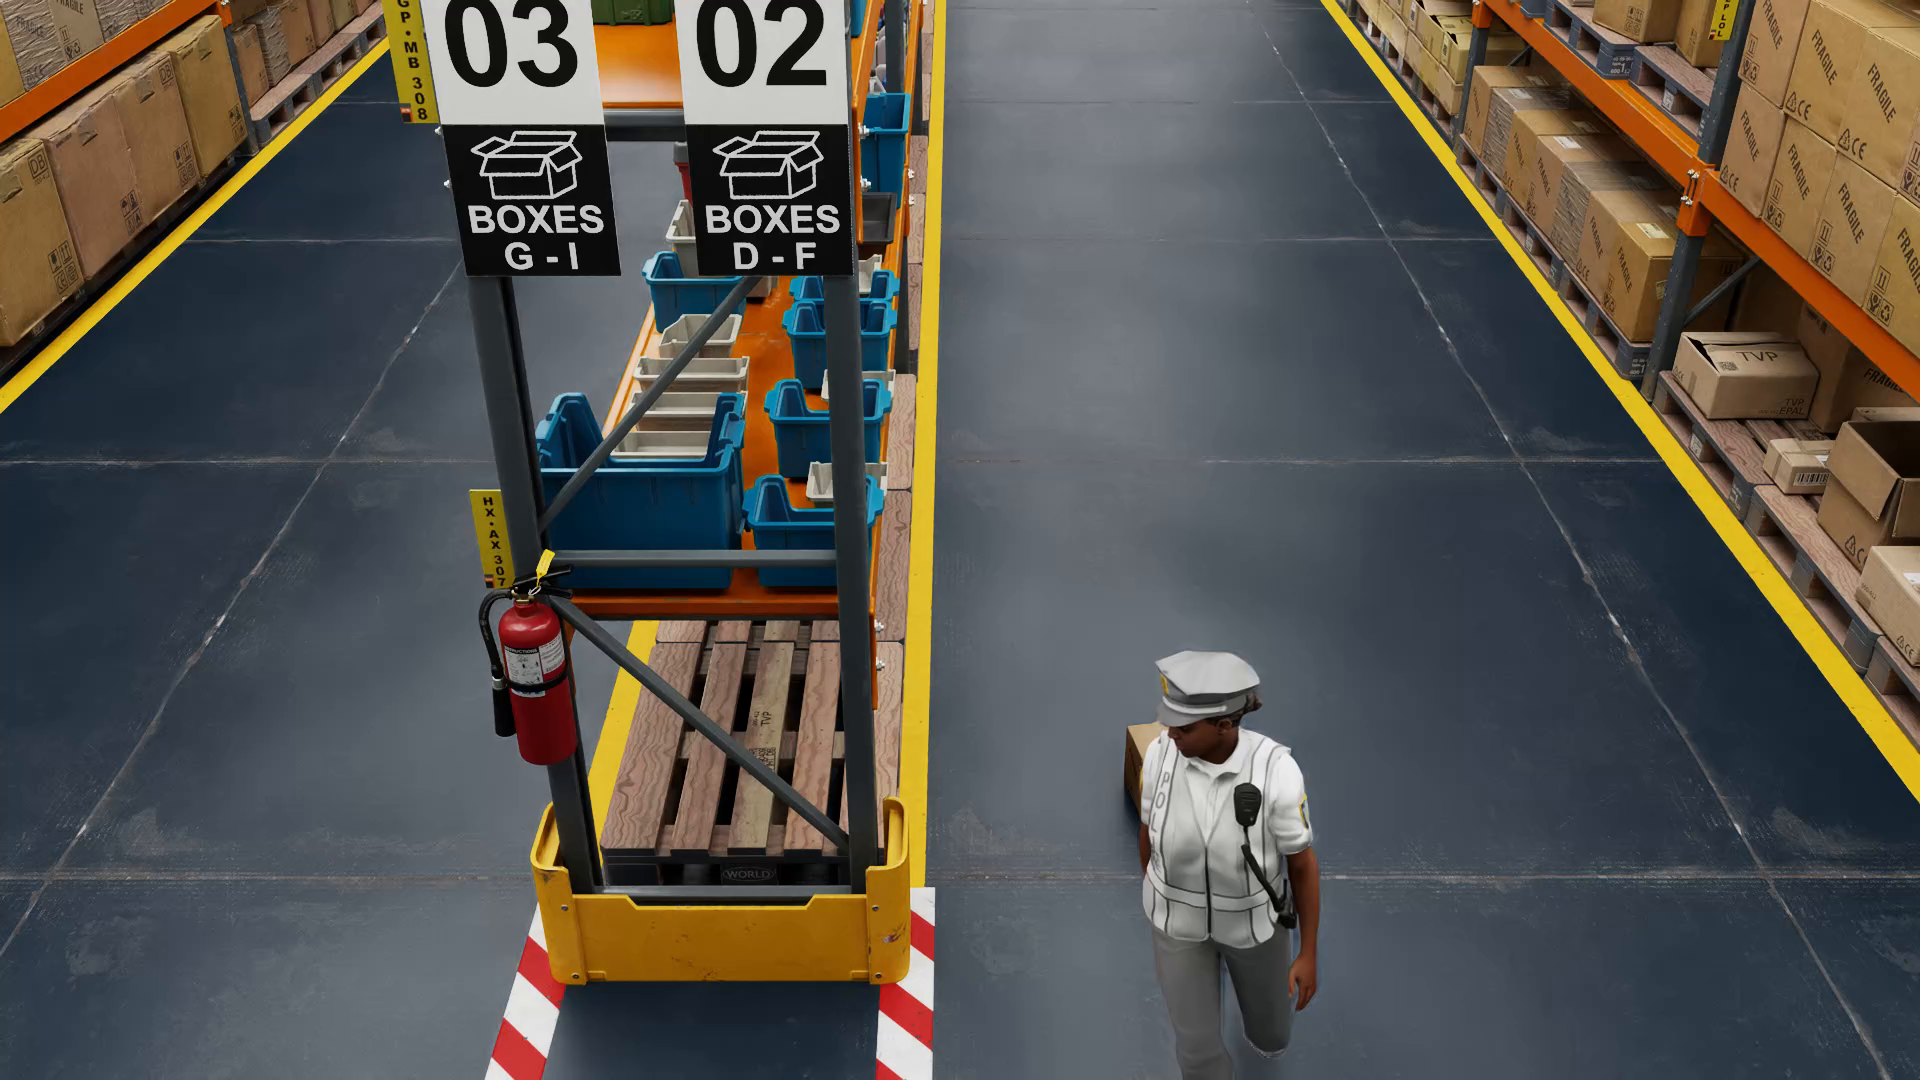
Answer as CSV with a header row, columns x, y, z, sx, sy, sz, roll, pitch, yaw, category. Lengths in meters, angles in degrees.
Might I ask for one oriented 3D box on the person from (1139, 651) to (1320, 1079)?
x,y,z,sx,sy,sz,roll,pitch,yaw,category
0.717,1.007,4.497,0.525,1.623,0.771,8,32,12,person
